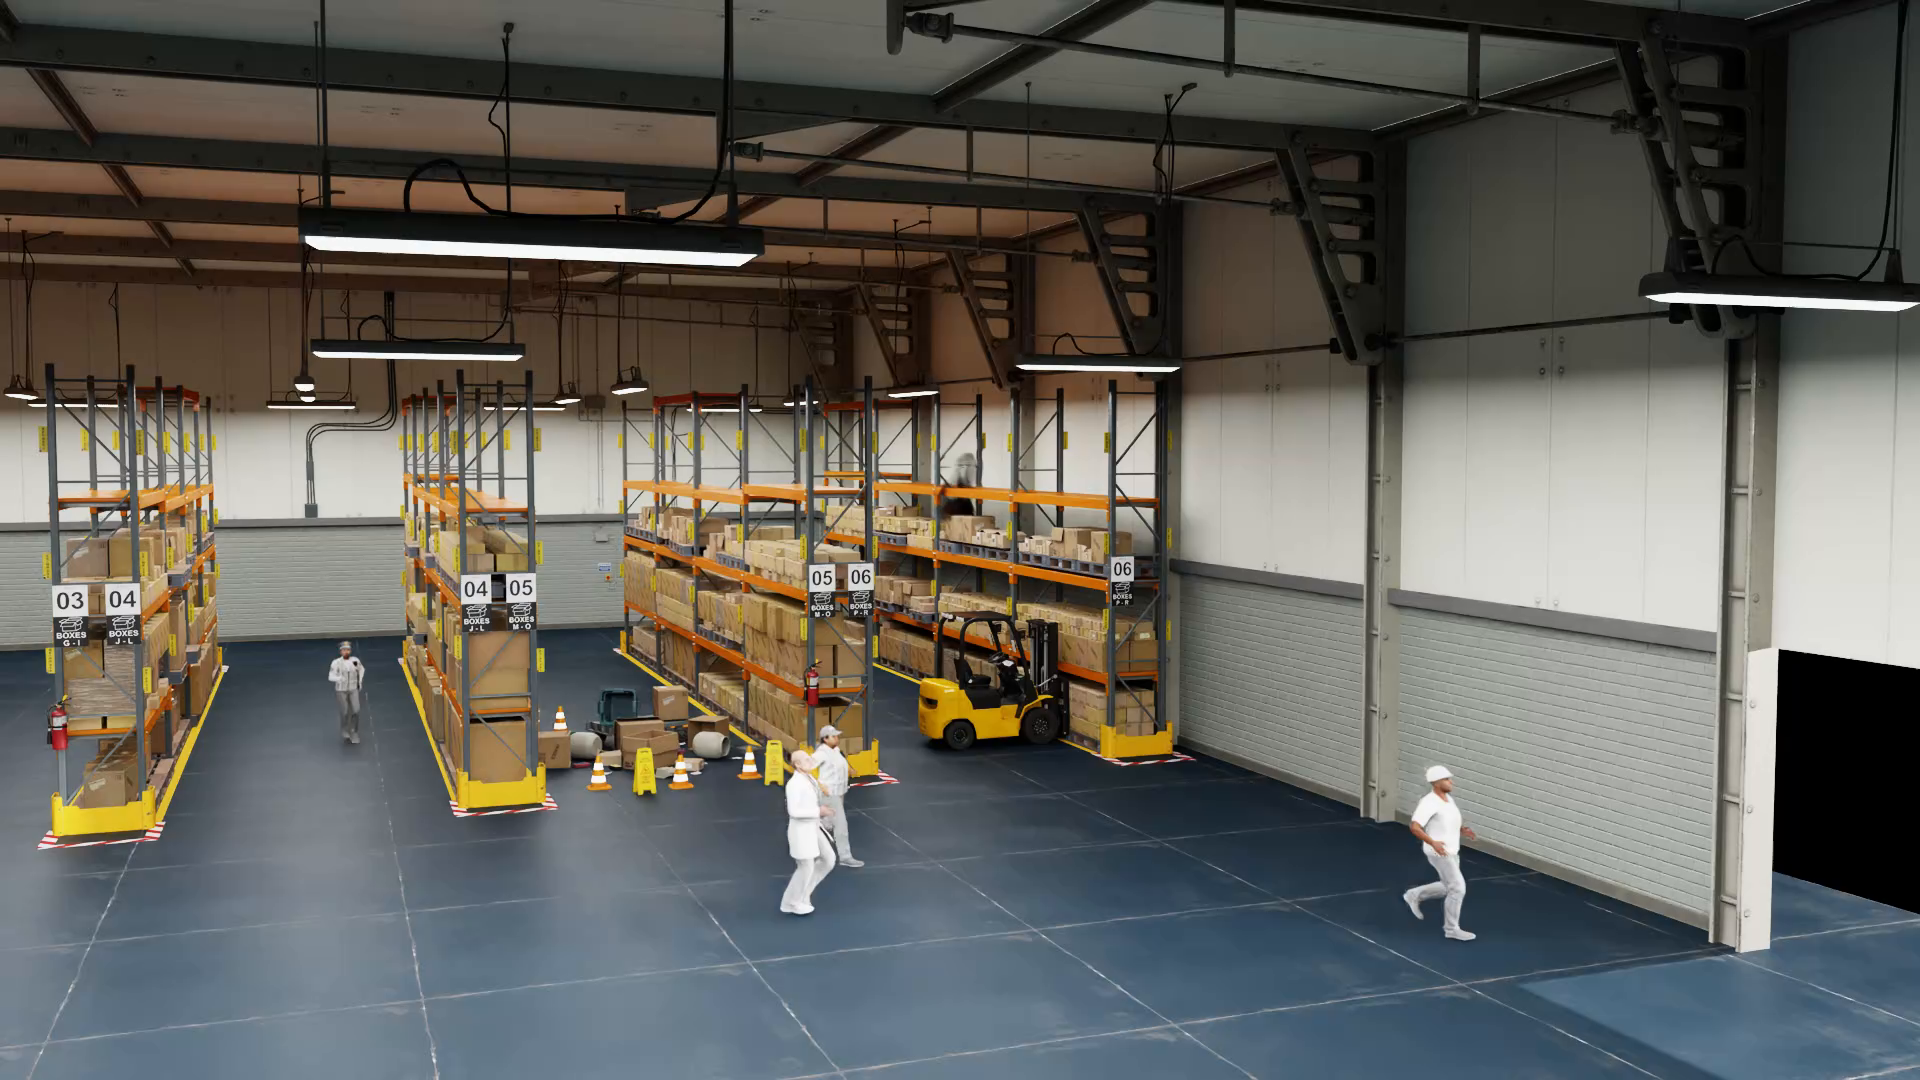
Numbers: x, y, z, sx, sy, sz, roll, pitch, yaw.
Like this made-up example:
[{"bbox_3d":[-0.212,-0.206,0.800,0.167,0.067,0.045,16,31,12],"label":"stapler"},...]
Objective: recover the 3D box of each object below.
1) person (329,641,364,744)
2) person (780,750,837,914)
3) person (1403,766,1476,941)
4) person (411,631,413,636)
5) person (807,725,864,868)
[{"bbox_3d":[-10.208,2.547,27.726,0.590,1.740,0.726,-2,4,-27],"label":"person"},{"bbox_3d":[-1.578,3.097,17.580,0.673,1.763,0.694,1,3,15],"label":"person"},{"bbox_3d":[4.854,3.151,16.865,0.795,1.732,0.711,2,4,36],"label":"person"},{"bbox_3d":[-12.695,1.937,39.254,0.470,1.571,0.807,0,3,-1],"label":"person"},{"bbox_3d":[-1.548,3.013,19.698,0.918,1.643,0.614,1,4,19],"label":"person"}]
